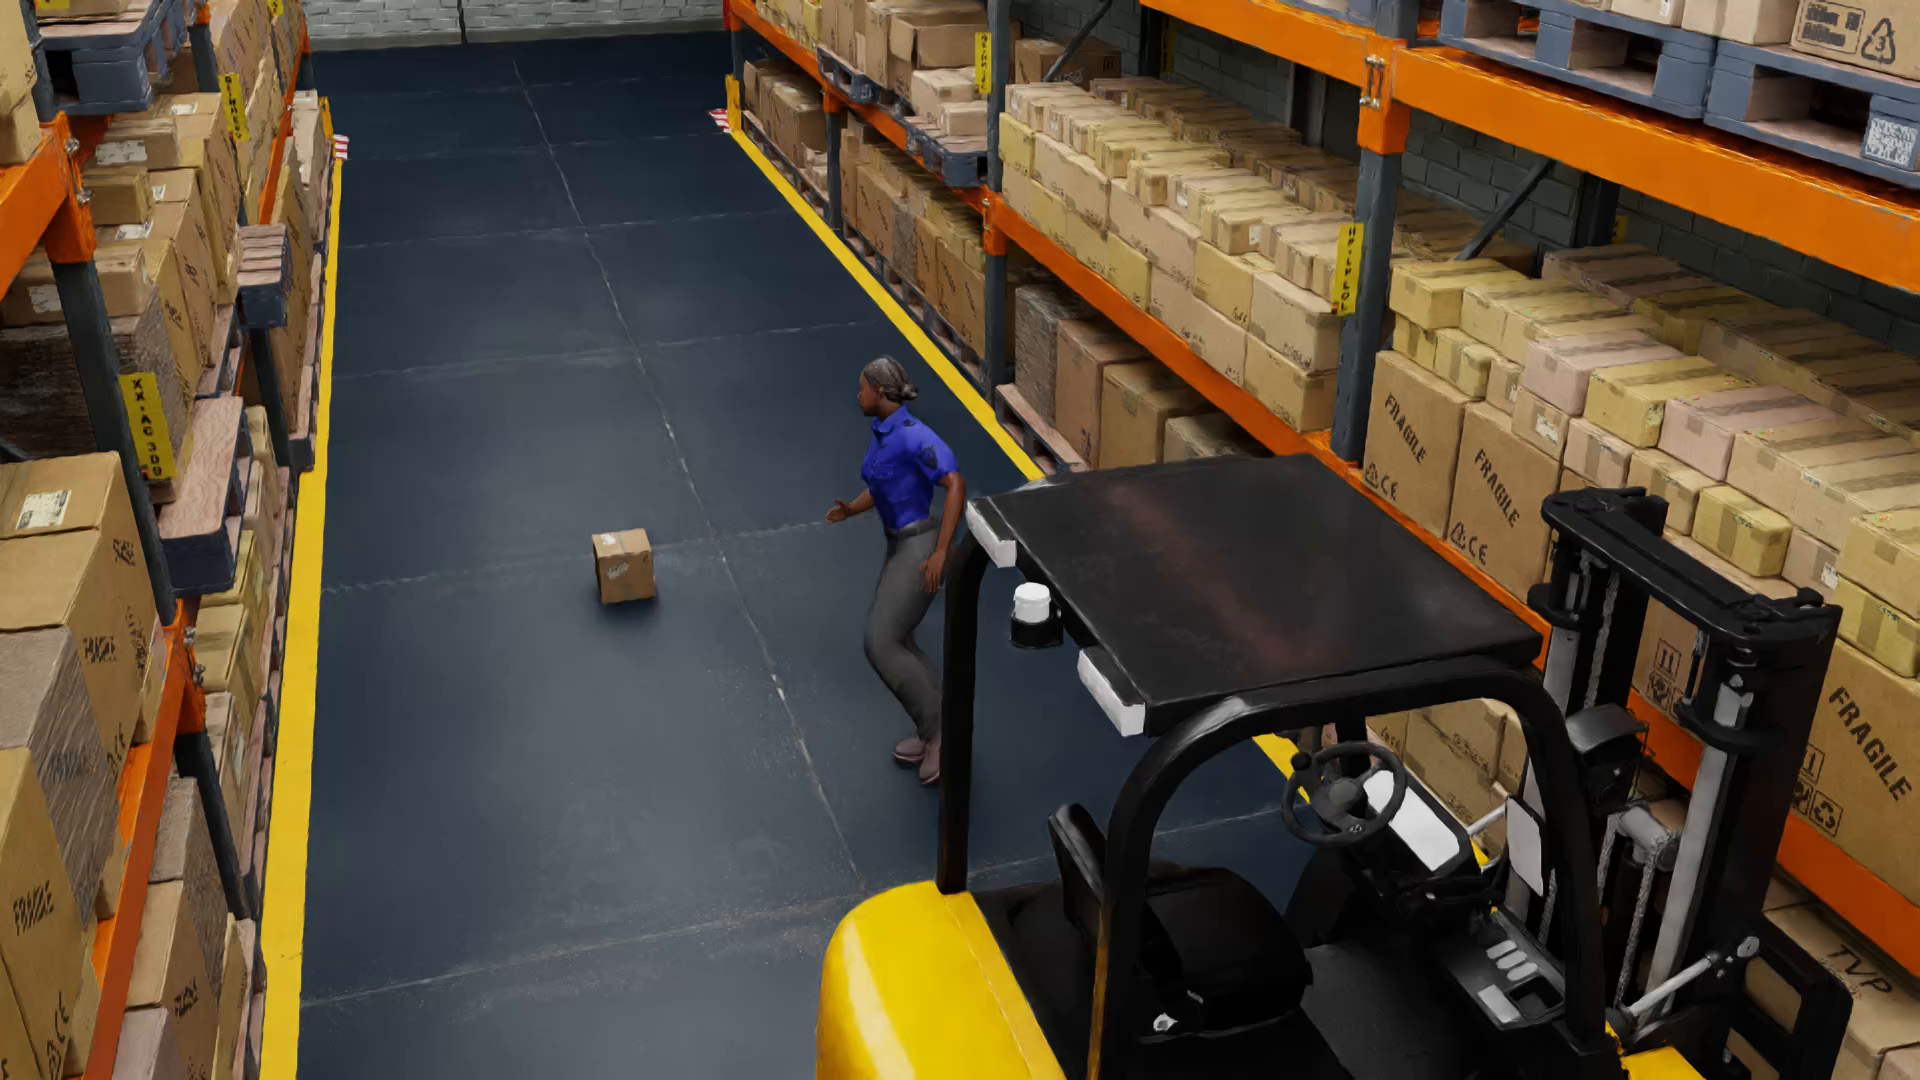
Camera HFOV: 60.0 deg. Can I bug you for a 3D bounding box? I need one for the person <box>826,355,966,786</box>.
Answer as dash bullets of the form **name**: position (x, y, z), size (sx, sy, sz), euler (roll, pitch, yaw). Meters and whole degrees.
- **person**: position (-0.249, 0.107, 6.527), size (0.527, 1.538, 0.857), euler (-9, 28, -17)
